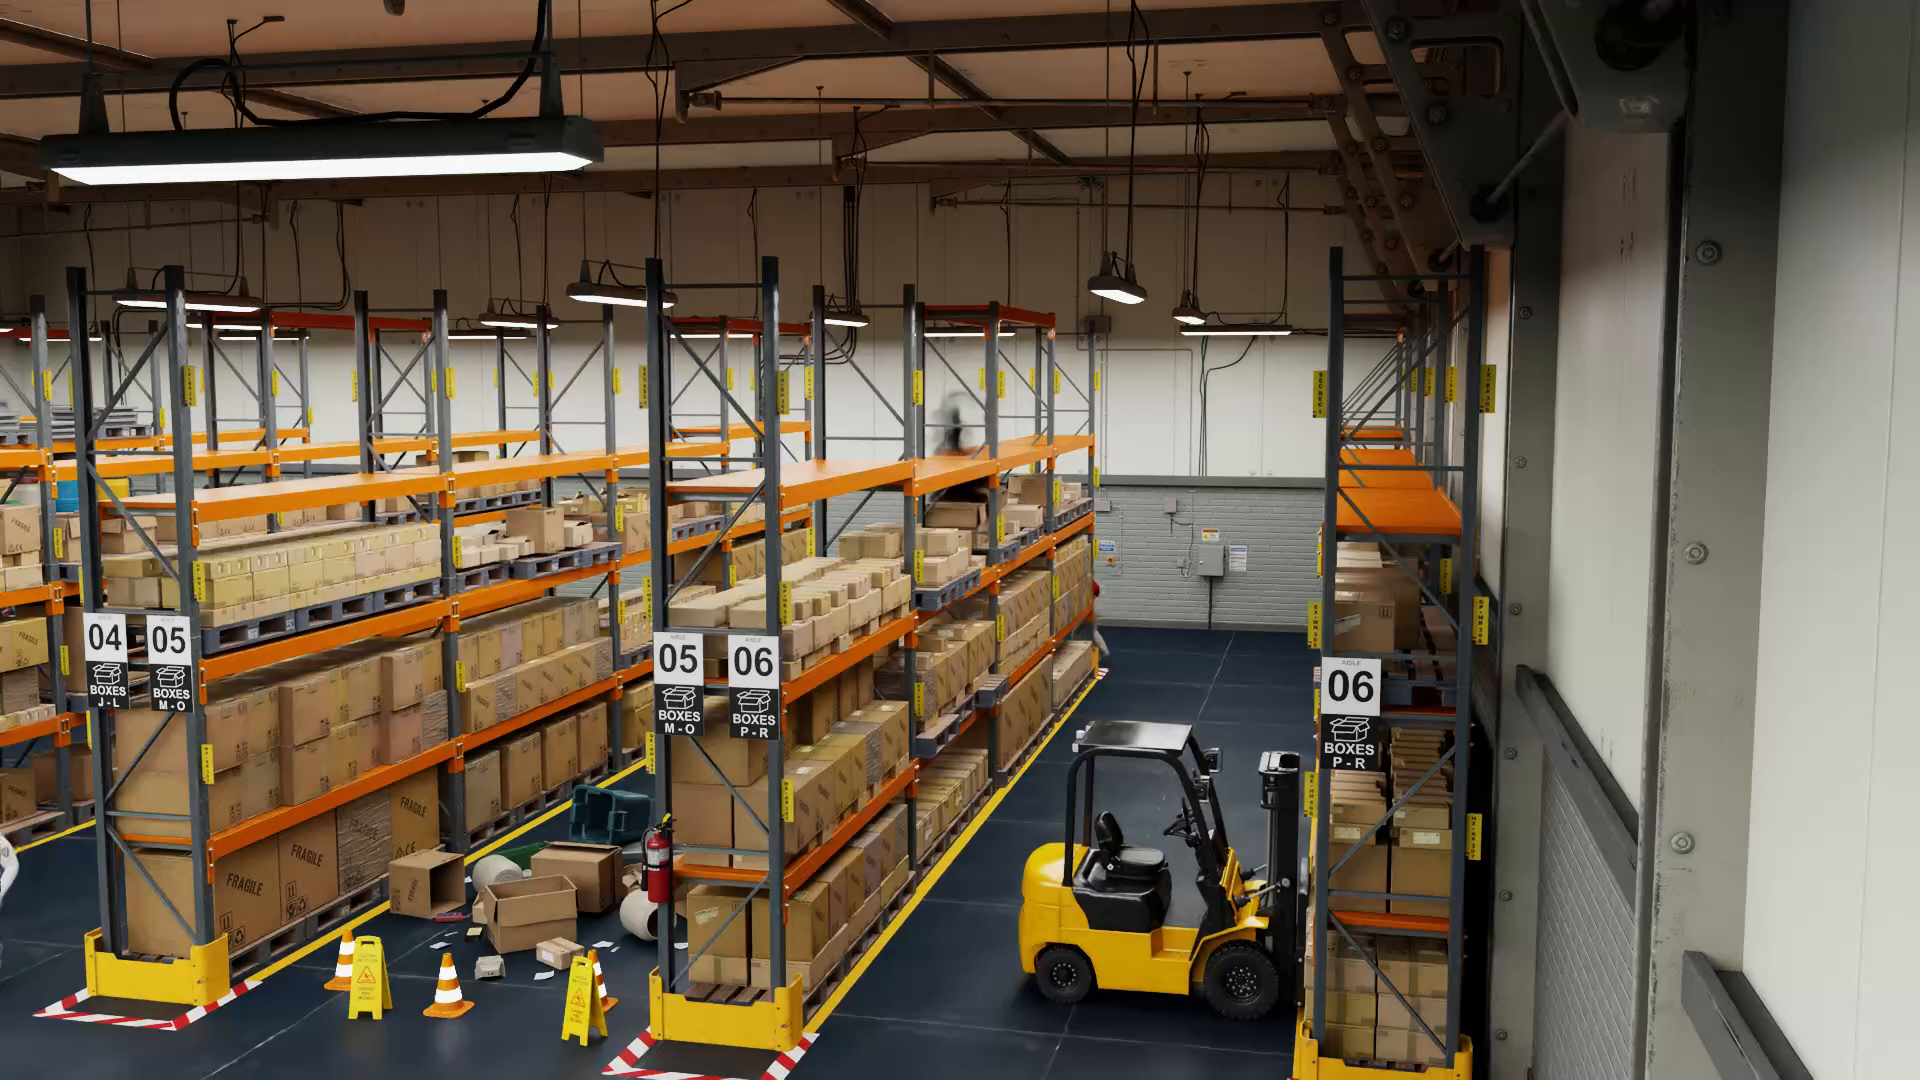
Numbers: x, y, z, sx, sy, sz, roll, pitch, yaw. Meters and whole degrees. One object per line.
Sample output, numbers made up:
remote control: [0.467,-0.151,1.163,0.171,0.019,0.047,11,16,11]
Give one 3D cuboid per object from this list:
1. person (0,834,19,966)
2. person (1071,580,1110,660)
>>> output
person: [-8.143,2.965,13.801,0.652,1.661,0.502,1,6,8]
person: [2.152,1.310,29.582,0.707,1.678,0.956,-5,7,-39]
